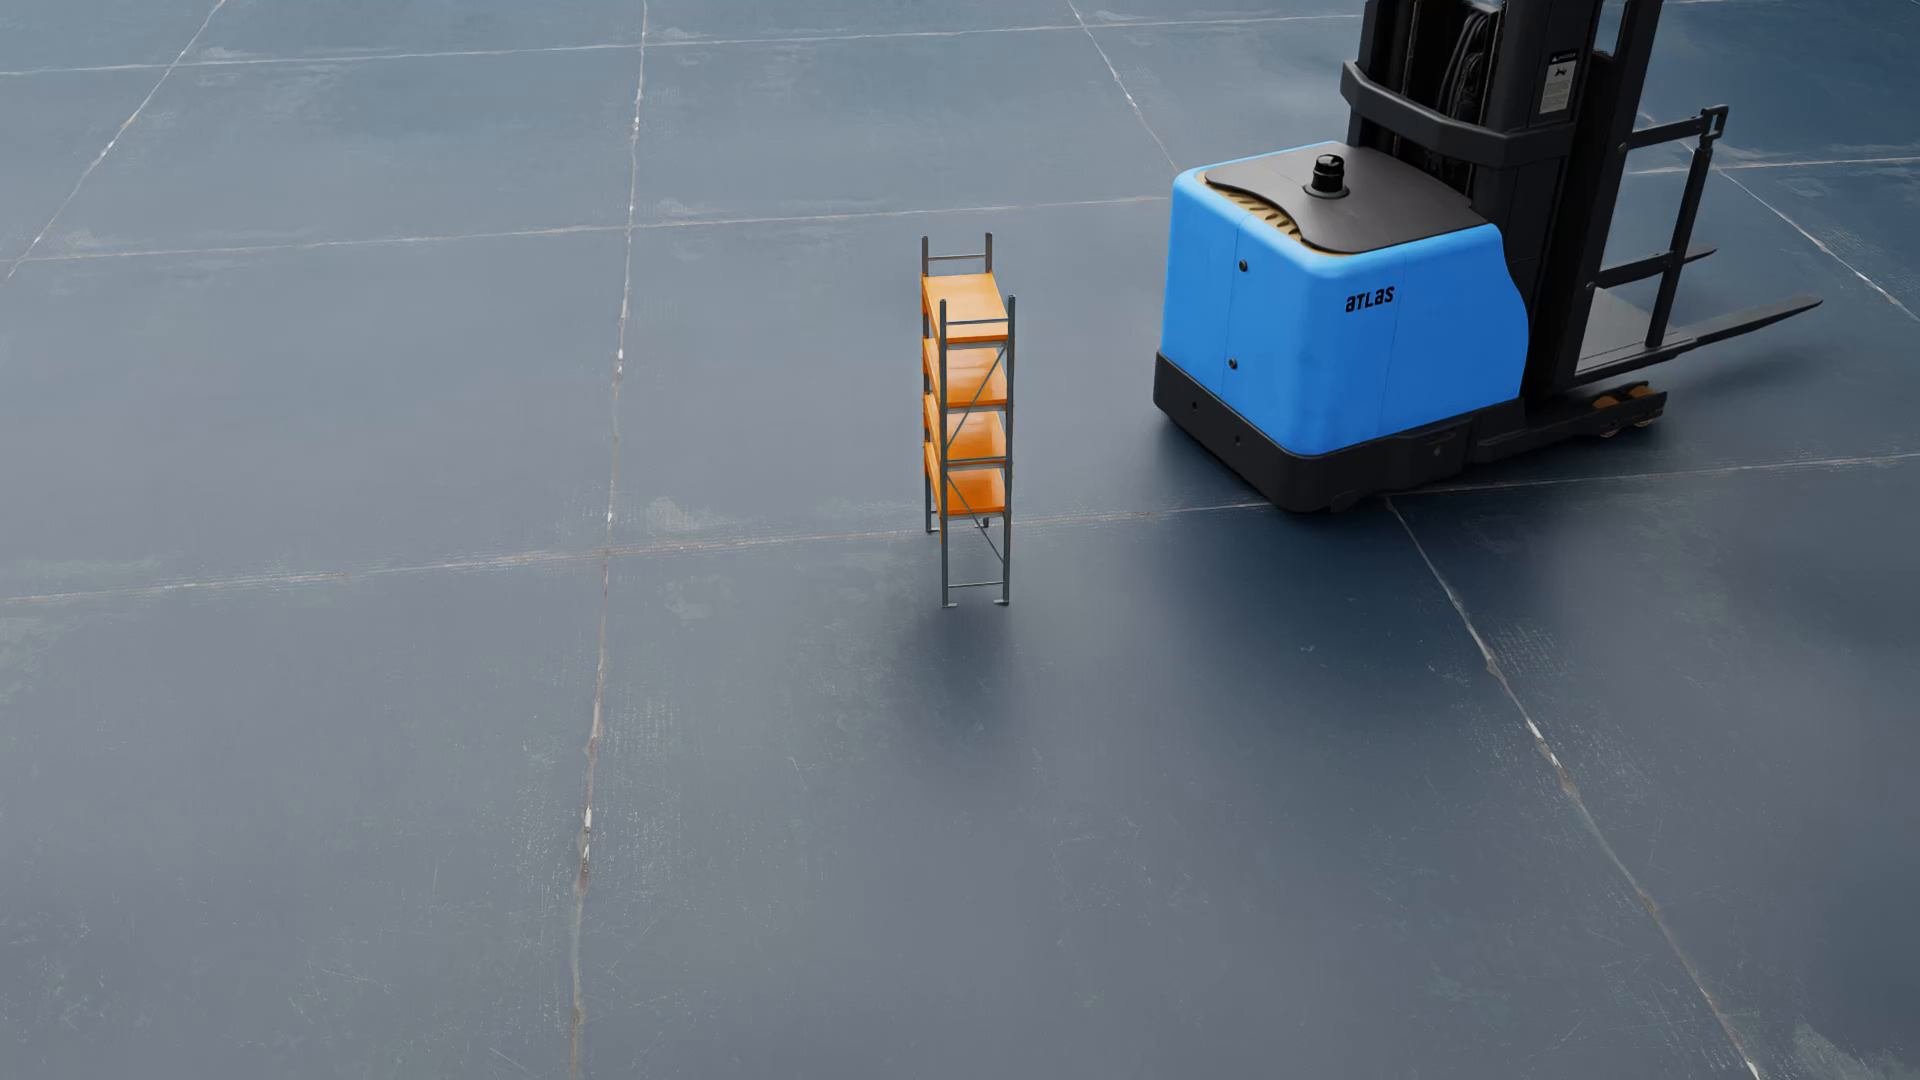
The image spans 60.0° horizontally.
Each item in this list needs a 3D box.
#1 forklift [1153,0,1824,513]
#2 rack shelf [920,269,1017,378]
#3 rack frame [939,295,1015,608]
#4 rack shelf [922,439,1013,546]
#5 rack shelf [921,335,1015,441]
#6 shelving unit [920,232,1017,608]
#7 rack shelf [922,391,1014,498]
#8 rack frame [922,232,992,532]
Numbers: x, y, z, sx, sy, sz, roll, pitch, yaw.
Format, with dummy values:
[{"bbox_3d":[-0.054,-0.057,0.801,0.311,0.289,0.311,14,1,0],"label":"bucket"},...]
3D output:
[{"bbox_3d":[2.362,-1.884,6.412,3.031,2.935,1.130,-16,37,-22],"label":"forklift"},{"bbox_3d":[0.022,-0.728,5.555,0.258,0.148,0.480,-4,35,-6],"label":"rack shelf"},{"bbox_3d":[0.055,-0.267,5.577,0.240,1.200,0.015,-4,35,-6],"label":"rack frame"},{"bbox_3d":[0.022,-0.184,5.926,0.258,0.148,0.480,-4,35,-6],"label":"rack shelf"},{"bbox_3d":[0.022,-0.533,5.688,0.258,0.148,0.480,-4,35,-6],"label":"rack shelf"},{"bbox_3d":[0.022,-0.403,5.777,0.258,1.200,0.503,-4,35,-6],"label":"shelving unit"},{"bbox_3d":[0.022,-0.348,5.814,0.258,0.148,0.480,-4,35,-6],"label":"rack shelf"},{"bbox_3d":[-0.011,-0.540,5.976,0.240,1.200,0.015,-4,35,-6],"label":"rack frame"}]
